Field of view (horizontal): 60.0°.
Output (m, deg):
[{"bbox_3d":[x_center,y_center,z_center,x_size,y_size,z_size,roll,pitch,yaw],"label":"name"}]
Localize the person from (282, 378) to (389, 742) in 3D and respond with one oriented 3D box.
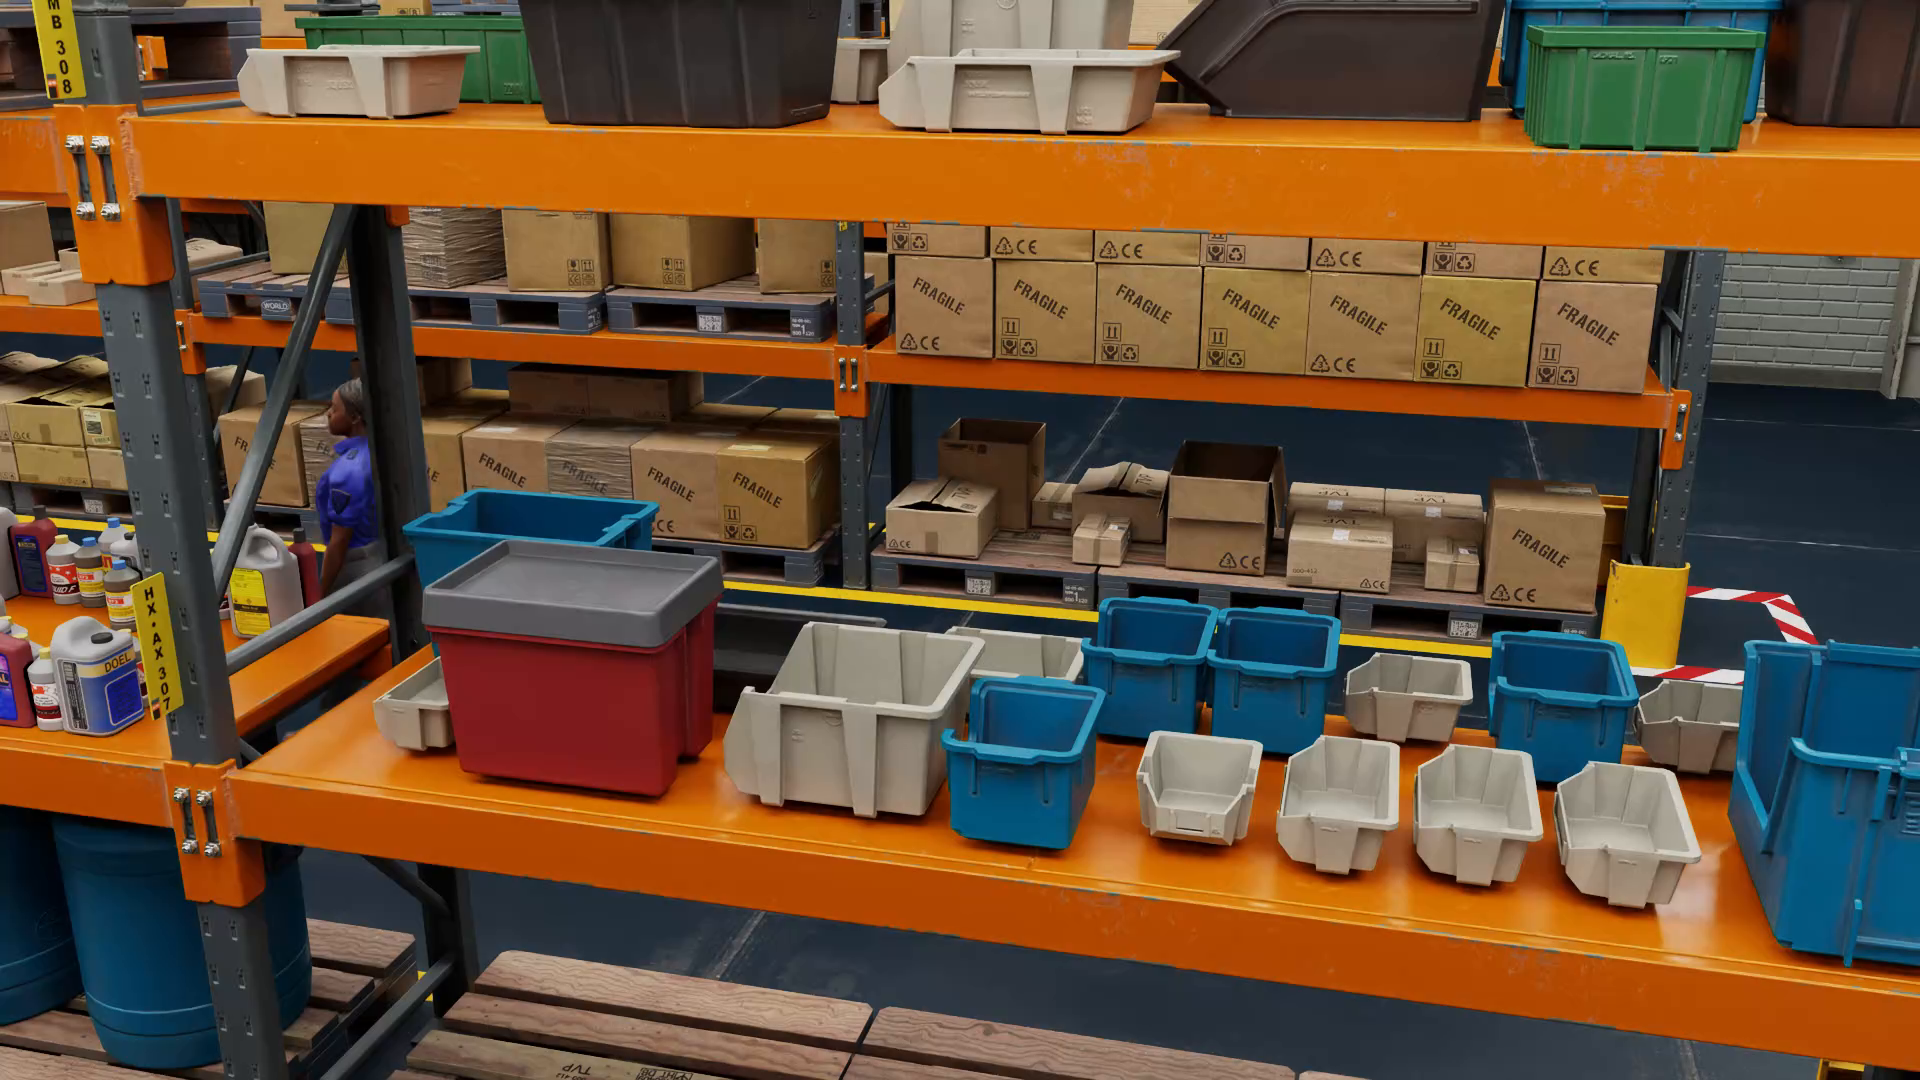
[{"bbox_3d":[-2.368,0.152,6.605,0.947,1.607,0.470,1,18,2],"label":"person"}]
